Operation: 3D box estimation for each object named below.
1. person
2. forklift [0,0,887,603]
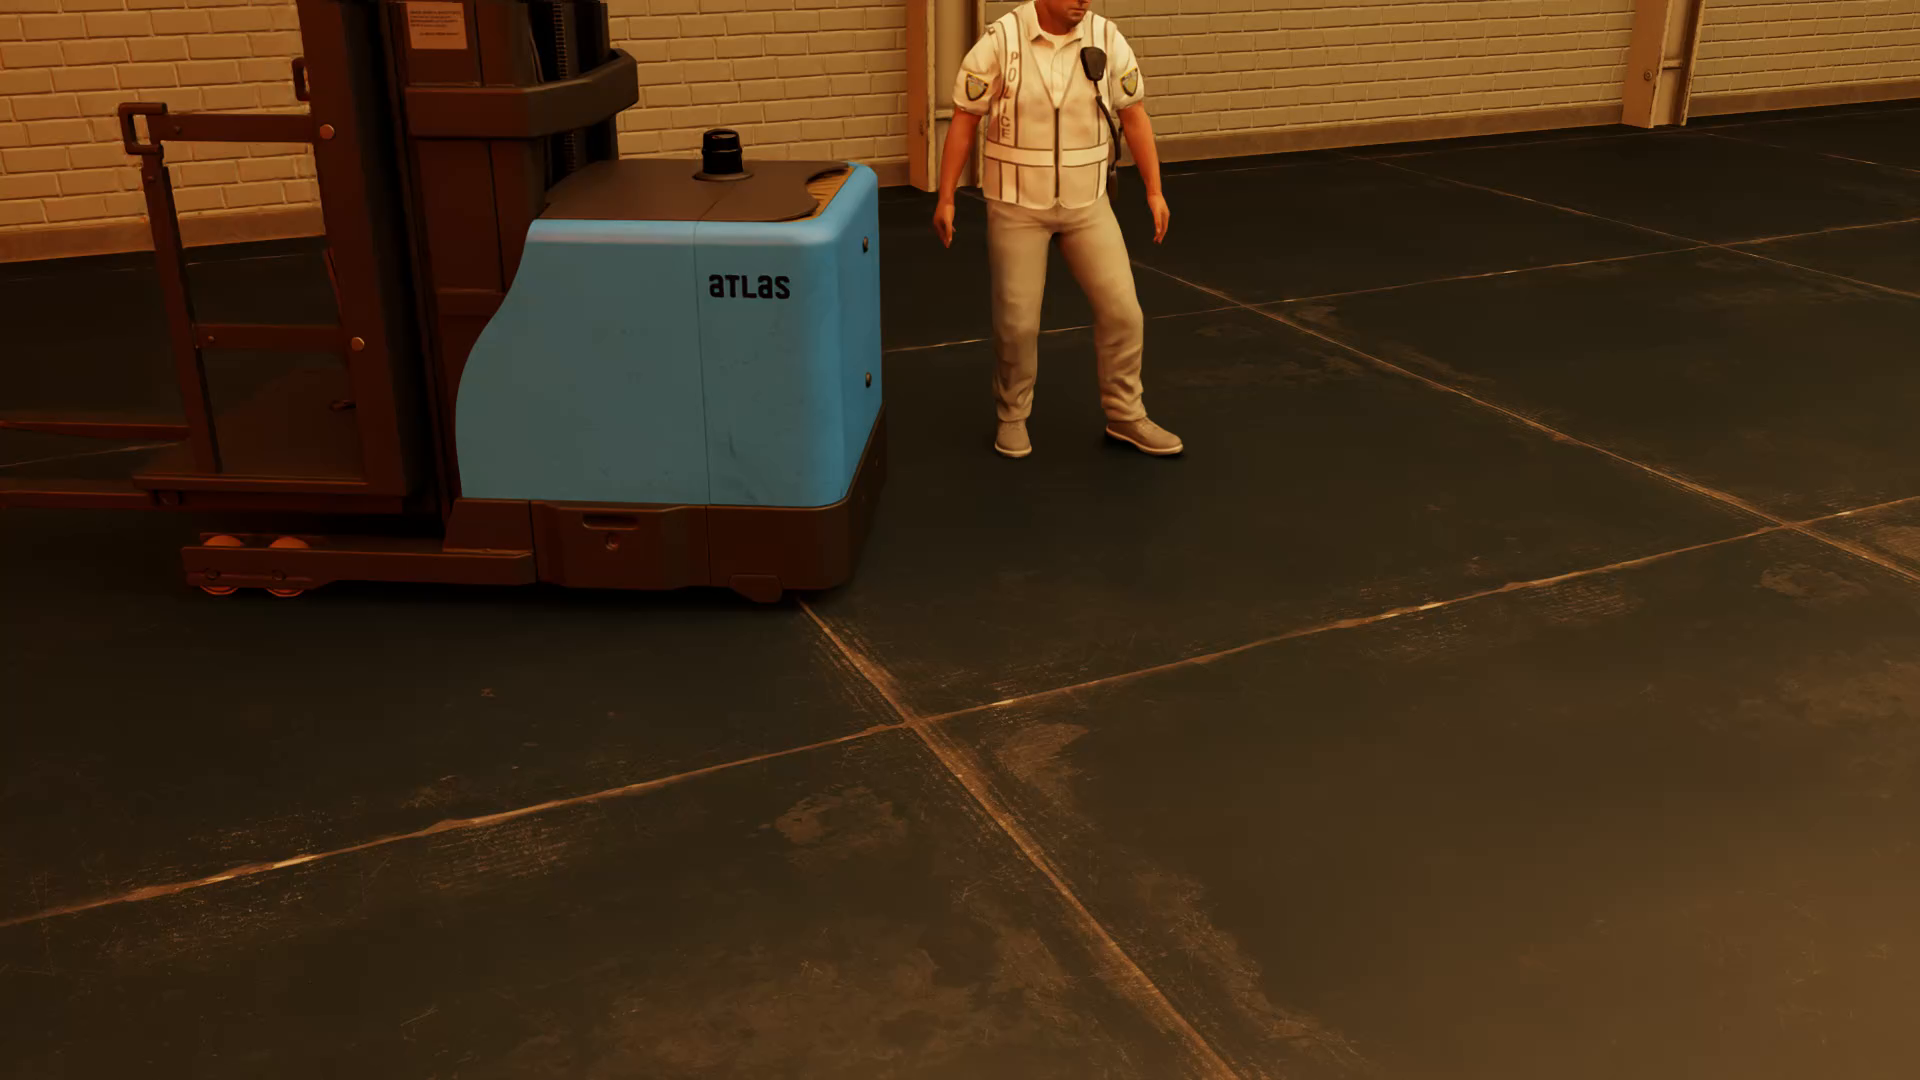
[{"bbox_3d":[0.339,-1.134,5.604,0.851,1.723,0.420,-3,23,-8],"label":"person"},{"bbox_3d":[-1.781,-1.390,4.633,3.031,2.935,1.130,2,23,4],"label":"forklift"}]
